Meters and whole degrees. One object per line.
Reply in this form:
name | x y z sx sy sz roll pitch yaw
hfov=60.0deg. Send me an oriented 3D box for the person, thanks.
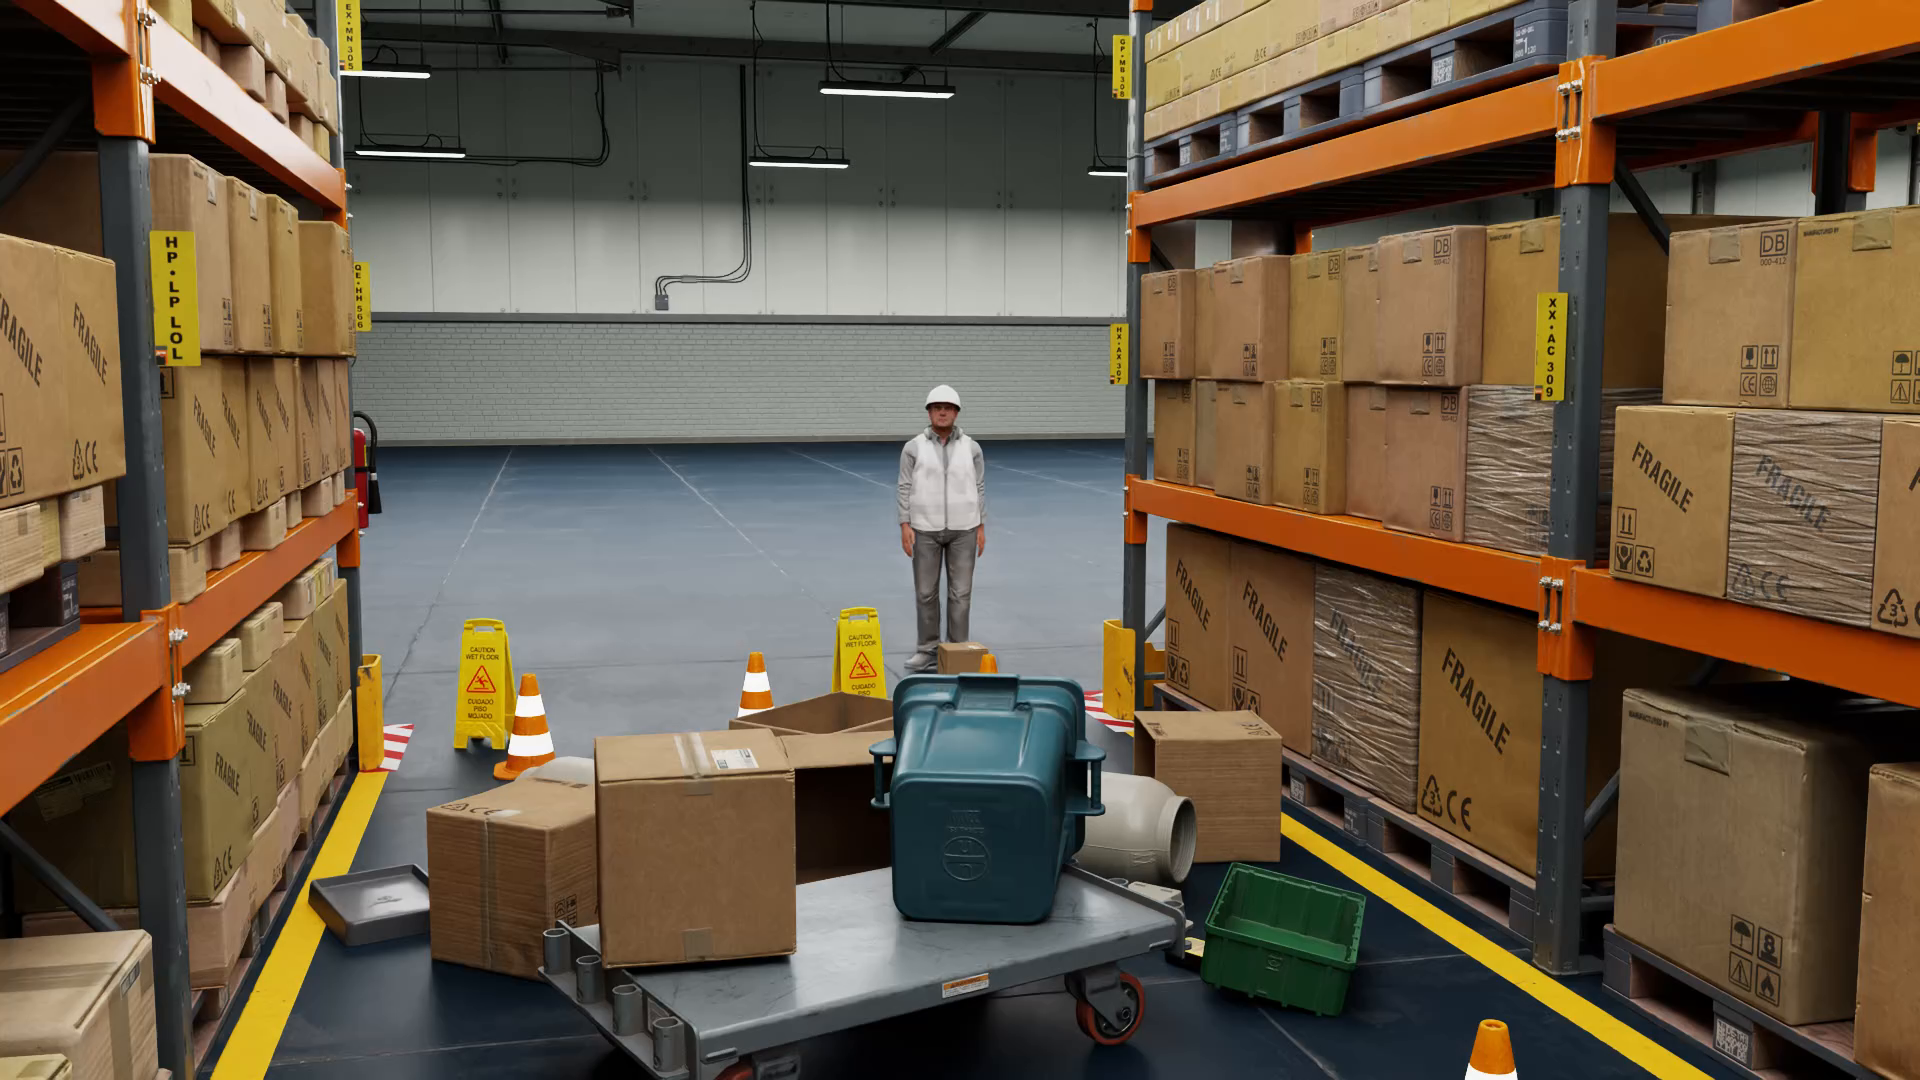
person | -0.110 -0.069 10.308 0.557 1.775 0.384 -1 6 -6
